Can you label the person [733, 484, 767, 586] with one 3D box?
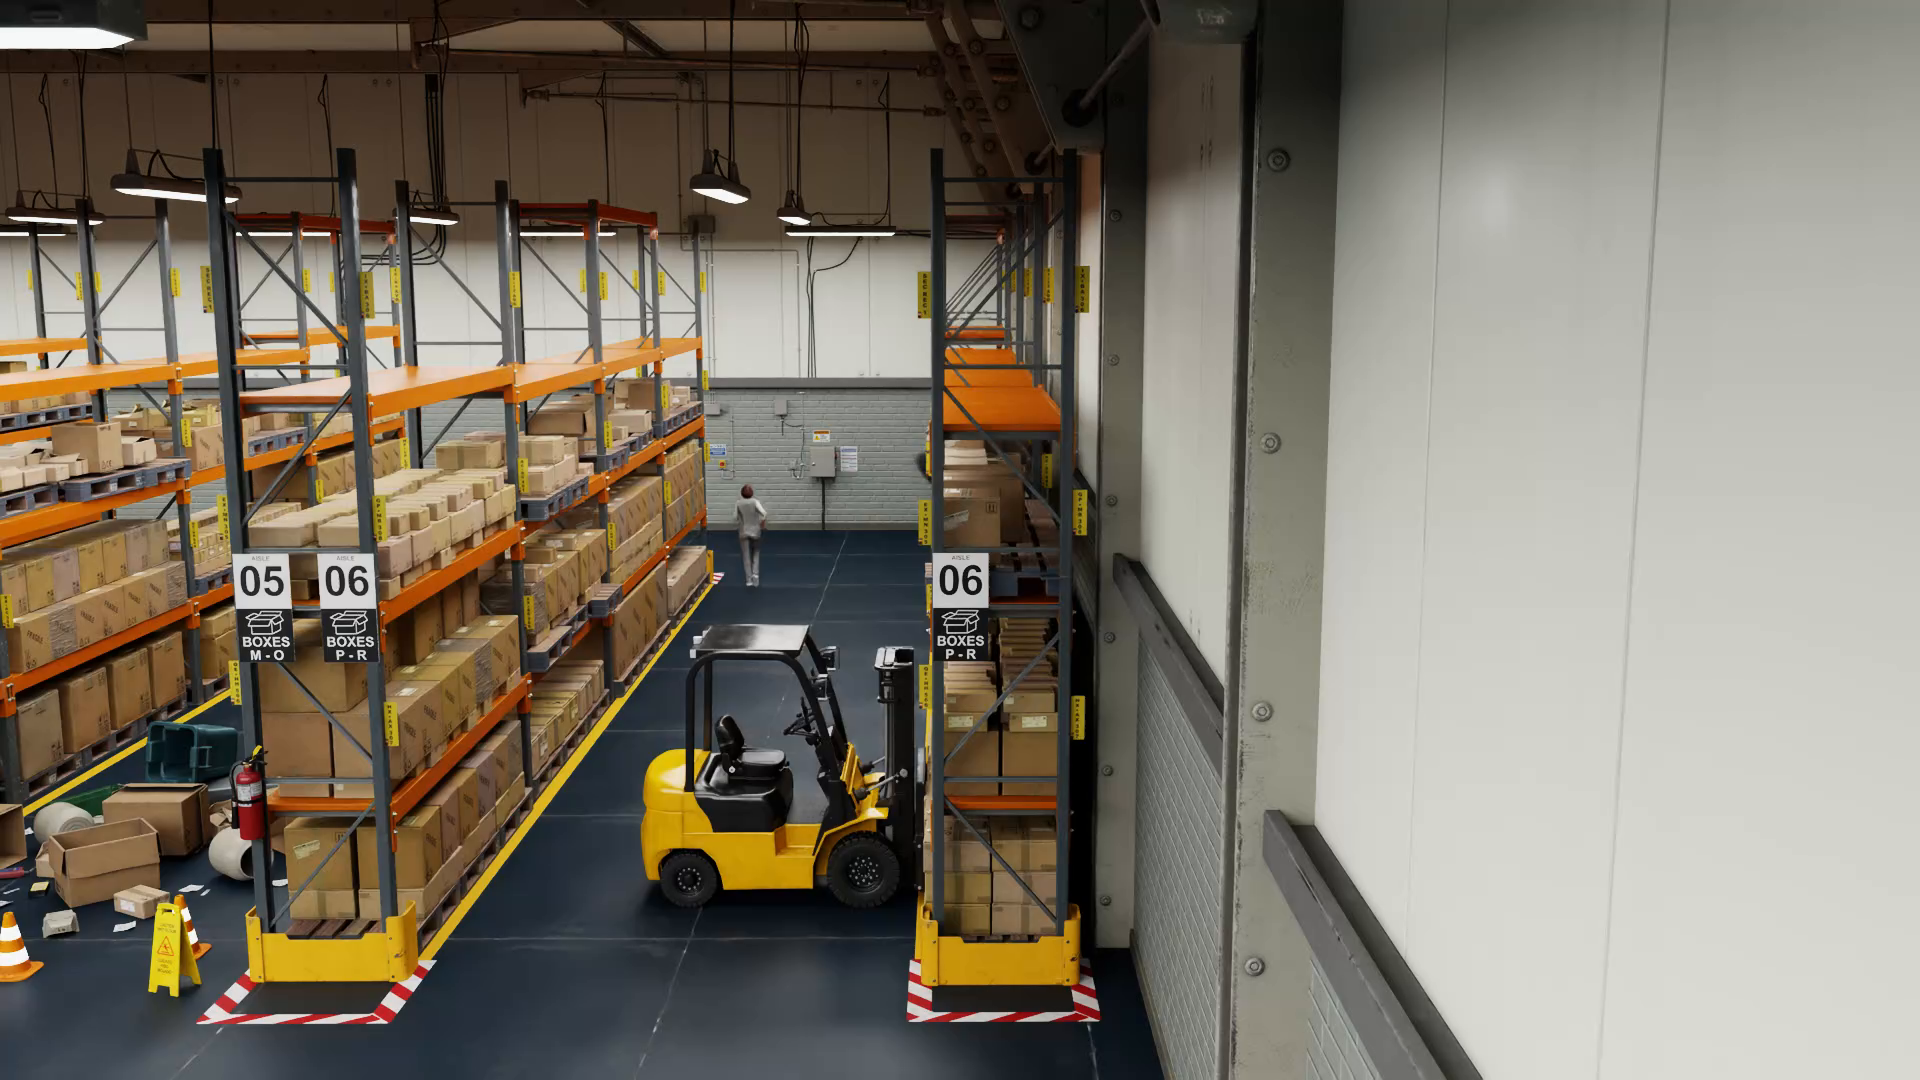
[{"bbox_3d":[-3.282,-0.059,26.025,0.517,1.641,0.628,-1,9,-7],"label":"person"}]
